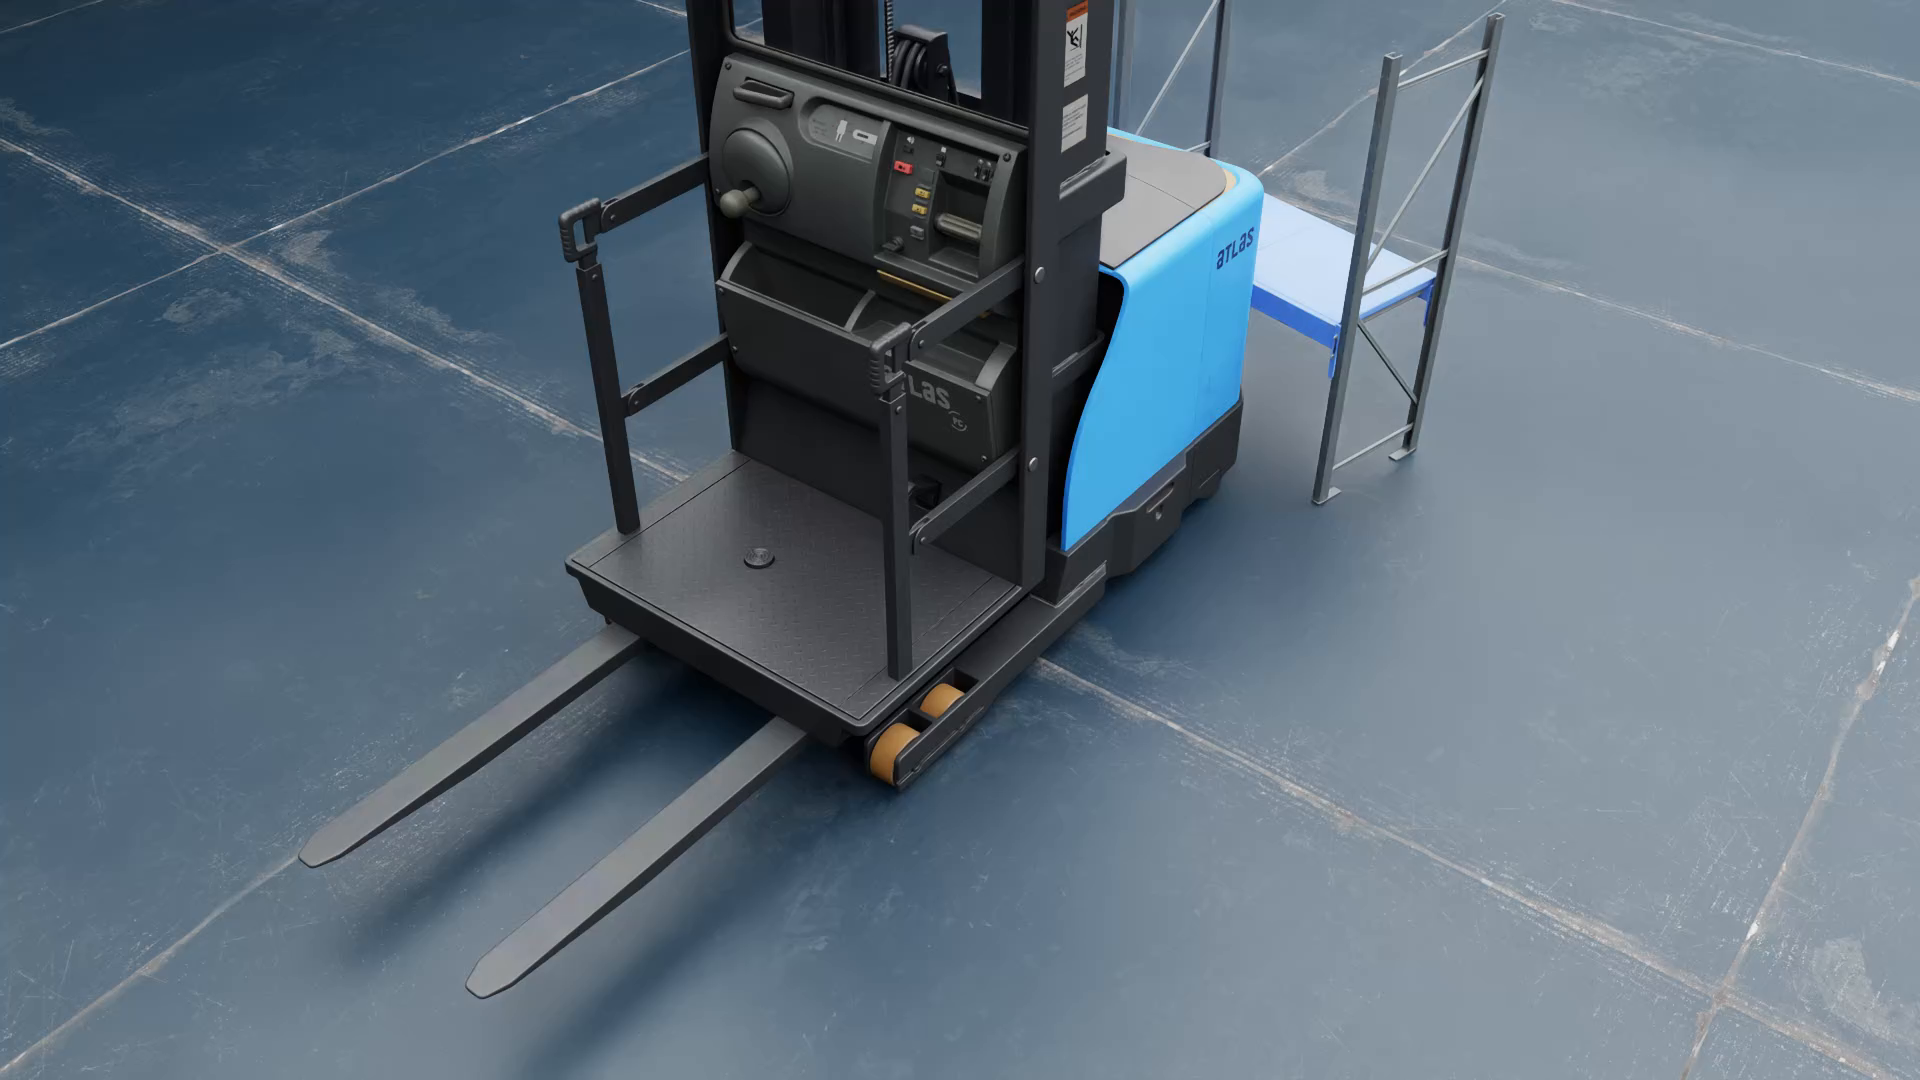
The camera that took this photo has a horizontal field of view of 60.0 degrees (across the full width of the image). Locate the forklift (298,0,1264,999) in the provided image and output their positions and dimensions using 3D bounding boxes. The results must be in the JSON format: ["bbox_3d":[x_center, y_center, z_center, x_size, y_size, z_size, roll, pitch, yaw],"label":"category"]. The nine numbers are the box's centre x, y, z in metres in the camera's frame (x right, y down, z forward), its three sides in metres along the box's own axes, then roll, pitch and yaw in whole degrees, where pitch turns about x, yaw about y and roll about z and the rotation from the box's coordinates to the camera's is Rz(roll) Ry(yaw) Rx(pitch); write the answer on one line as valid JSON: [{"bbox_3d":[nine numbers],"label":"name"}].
[{"bbox_3d":[-0.384,-0.846,3.953,1.130,2.935,3.031,25,45,29],"label":"forklift"}]

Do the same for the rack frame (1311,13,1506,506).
[{"bbox_3d":[1.346,-0.807,5.064,0.500,1.500,0.032,-27,45,-30],"label":"rack frame"}]

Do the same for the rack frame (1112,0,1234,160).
[{"bbox_3d":[0.701,-1.291,5.682,0.500,1.500,0.032,-27,45,-30],"label":"rack frame"}]

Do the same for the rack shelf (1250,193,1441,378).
[{"bbox_3d":[1.024,-0.907,5.484,0.538,0.185,1.000,-27,45,-30],"label":"rack shelf"}]

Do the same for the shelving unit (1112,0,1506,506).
[{"bbox_3d":[1.024,-1.049,5.373,0.538,1.500,1.048,-27,45,-30],"label":"shelving unit"}]
